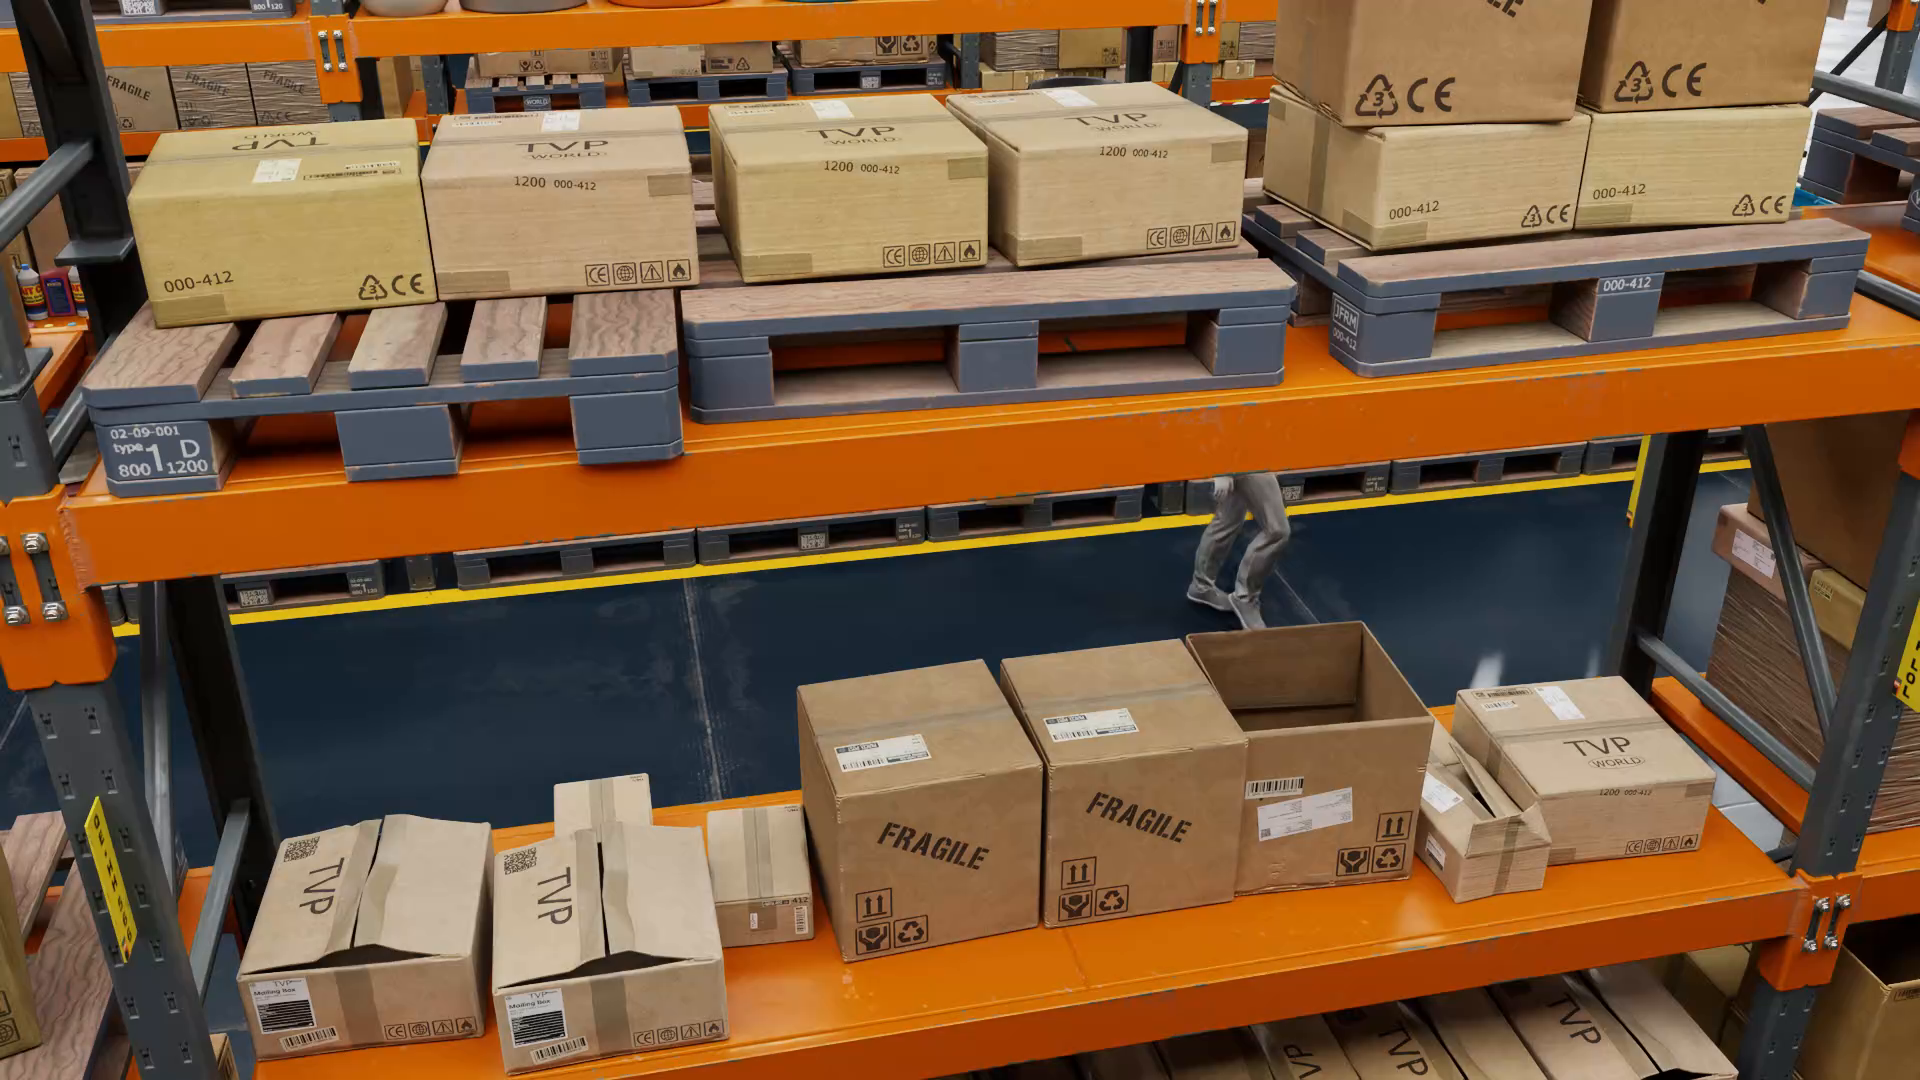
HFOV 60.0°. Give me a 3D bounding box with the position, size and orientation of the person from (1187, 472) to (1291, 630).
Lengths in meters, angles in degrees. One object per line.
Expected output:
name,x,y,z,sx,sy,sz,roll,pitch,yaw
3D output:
person,1.358,-0.373,7.862,0.487,1.717,0.527,7,28,14
